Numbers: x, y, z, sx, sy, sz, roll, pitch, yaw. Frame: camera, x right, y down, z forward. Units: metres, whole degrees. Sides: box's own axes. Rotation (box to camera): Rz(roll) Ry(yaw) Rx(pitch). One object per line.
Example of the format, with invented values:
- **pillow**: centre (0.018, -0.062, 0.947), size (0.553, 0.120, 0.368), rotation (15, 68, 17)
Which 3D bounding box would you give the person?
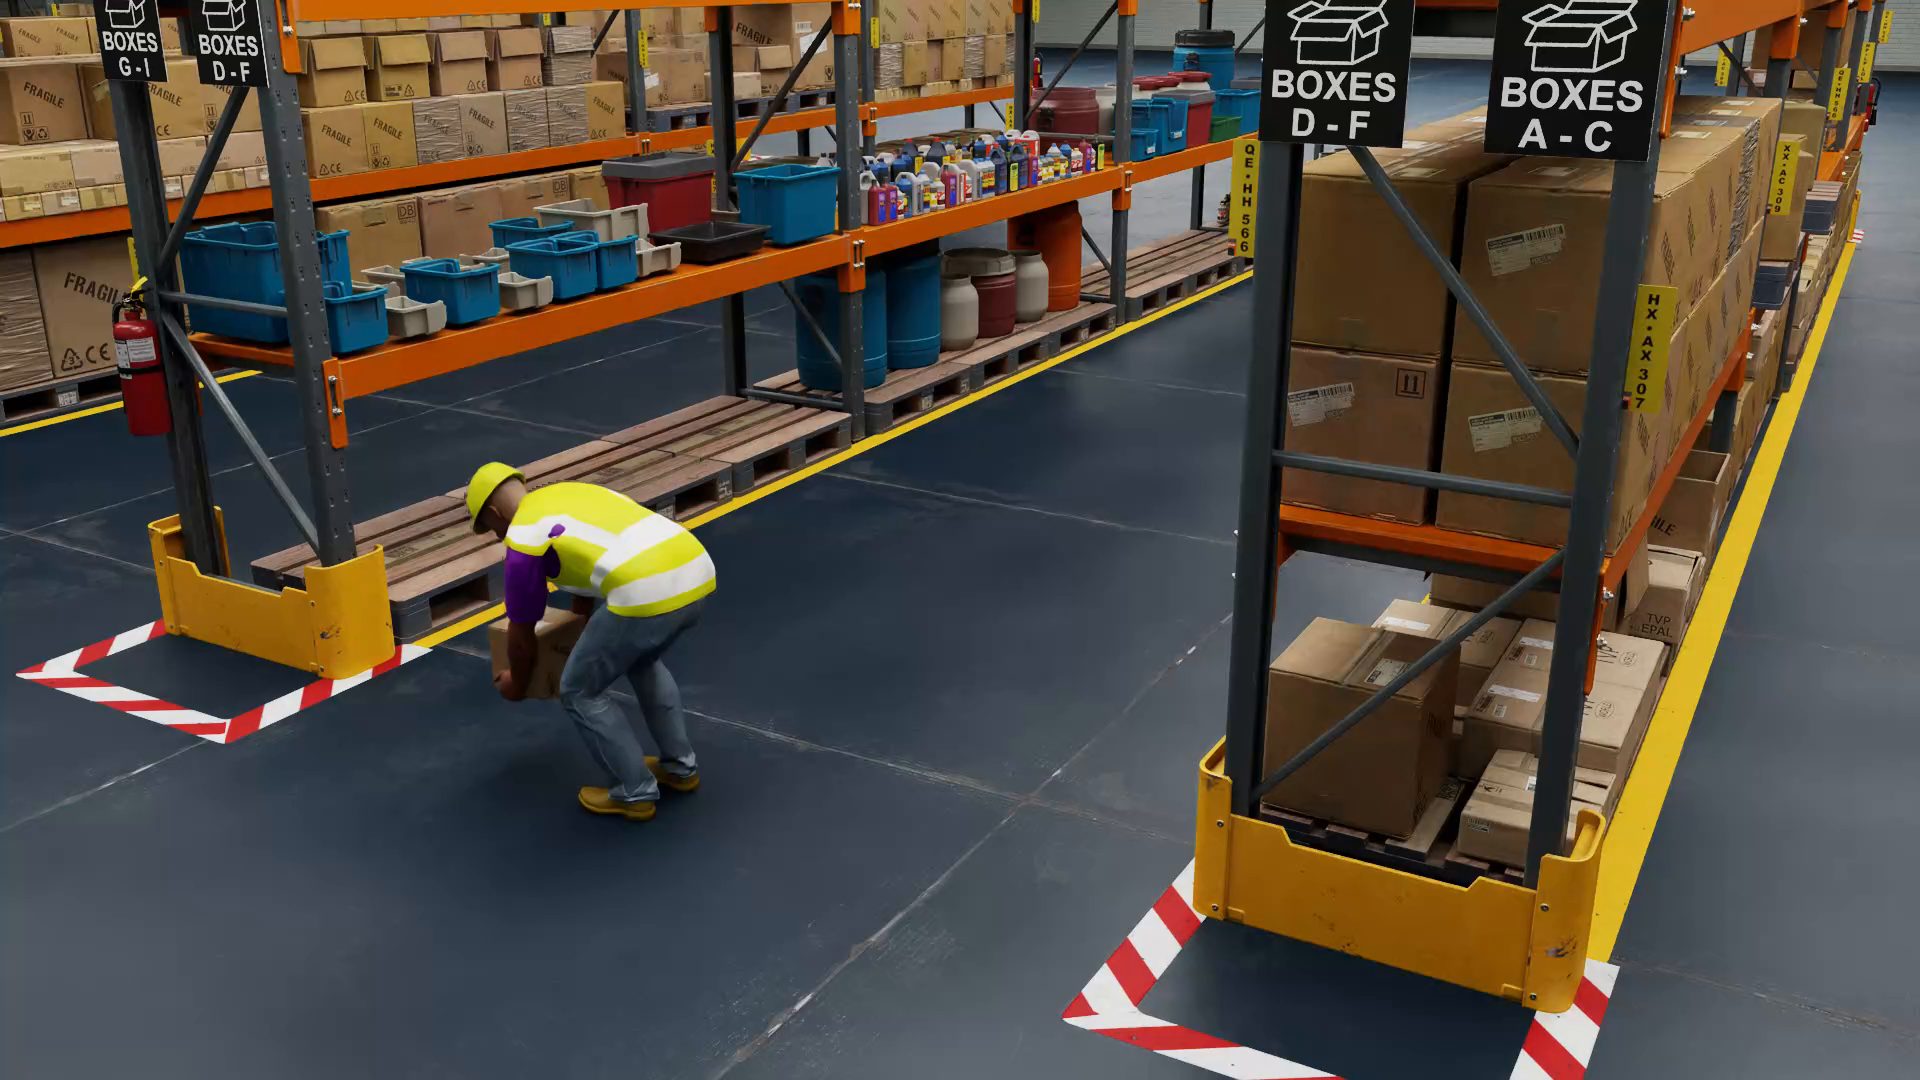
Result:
- **person**: centre (1.613, -1.991, 12.593), size (2.032, 1.186, 15.759), rotation (9, 21, 25)
